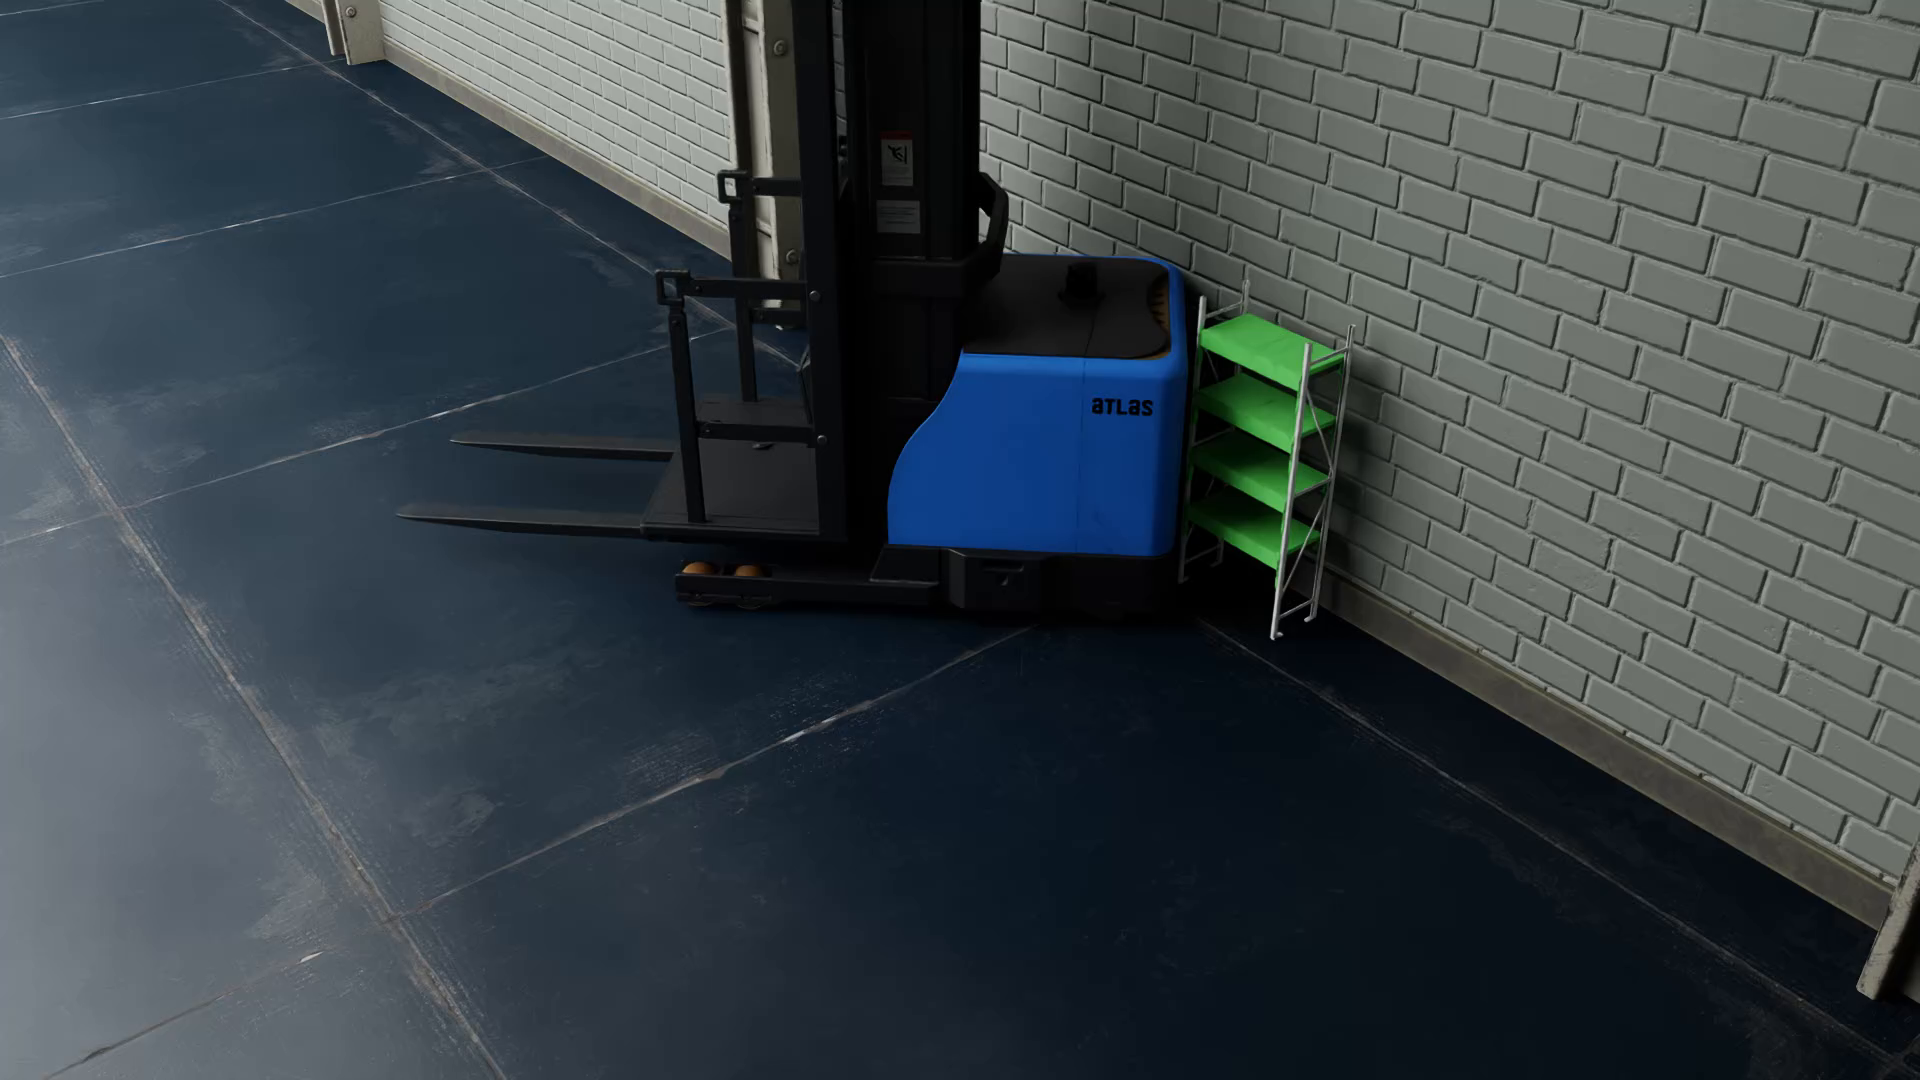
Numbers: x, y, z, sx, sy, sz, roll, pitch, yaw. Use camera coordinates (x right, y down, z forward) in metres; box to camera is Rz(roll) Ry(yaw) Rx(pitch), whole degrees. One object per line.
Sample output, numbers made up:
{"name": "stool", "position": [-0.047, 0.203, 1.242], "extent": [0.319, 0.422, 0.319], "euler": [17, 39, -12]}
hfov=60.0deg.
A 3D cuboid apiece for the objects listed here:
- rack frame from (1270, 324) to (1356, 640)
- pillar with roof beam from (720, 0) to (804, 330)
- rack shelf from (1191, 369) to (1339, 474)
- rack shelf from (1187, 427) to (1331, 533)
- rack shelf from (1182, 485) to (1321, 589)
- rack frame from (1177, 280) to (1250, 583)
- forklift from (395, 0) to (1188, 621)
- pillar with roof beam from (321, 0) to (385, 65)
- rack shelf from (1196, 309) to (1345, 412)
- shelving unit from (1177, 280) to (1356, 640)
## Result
{"name": "rack frame", "position": [1.247, -0.182, 5.906], "extent": [0.240, 1.200, 0.015], "euler": [-23, 38, -32]}
{"name": "pillar with roof beam", "position": [-4.304, -3.628, 4.062], "extent": [9.100, 9.000, 0.400], "euler": [-22, 38, -31]}
{"name": "rack shelf", "position": [1.096, -0.432, 5.975], "extent": [0.258, 0.148, 0.480], "euler": [-23, 38, -32]}
{"name": "rack shelf", "position": [1.096, -0.228, 6.102], "extent": [0.258, 0.148, 0.480], "euler": [-23, 38, -32]}
{"name": "rack shelf", "position": [1.096, -0.025, 6.228], "extent": [0.258, 0.148, 0.480], "euler": [-23, 38, -32]}
{"name": "rack frame", "position": [0.944, -0.384, 6.230], "extent": [0.240, 1.200, 0.015], "euler": [-23, 38, -32]}
{"name": "forklift", "position": [-0.668, -1.256, 5.994], "extent": [3.031, 2.935, 1.130], "euler": [3, 32, 5]}
{"name": "pillar with roof beam", "position": [-7.983, -6.129, 8.088], "extent": [9.100, 9.000, 0.400], "euler": [-22, 38, -31]}
{"name": "rack shelf", "position": [1.096, -0.636, 5.849], "extent": [0.258, 0.148, 0.480], "euler": [-23, 38, -32]}
{"name": "shelving unit", "position": [1.096, -0.283, 6.068], "extent": [0.258, 1.200, 0.503], "euler": [-23, 38, -32]}
